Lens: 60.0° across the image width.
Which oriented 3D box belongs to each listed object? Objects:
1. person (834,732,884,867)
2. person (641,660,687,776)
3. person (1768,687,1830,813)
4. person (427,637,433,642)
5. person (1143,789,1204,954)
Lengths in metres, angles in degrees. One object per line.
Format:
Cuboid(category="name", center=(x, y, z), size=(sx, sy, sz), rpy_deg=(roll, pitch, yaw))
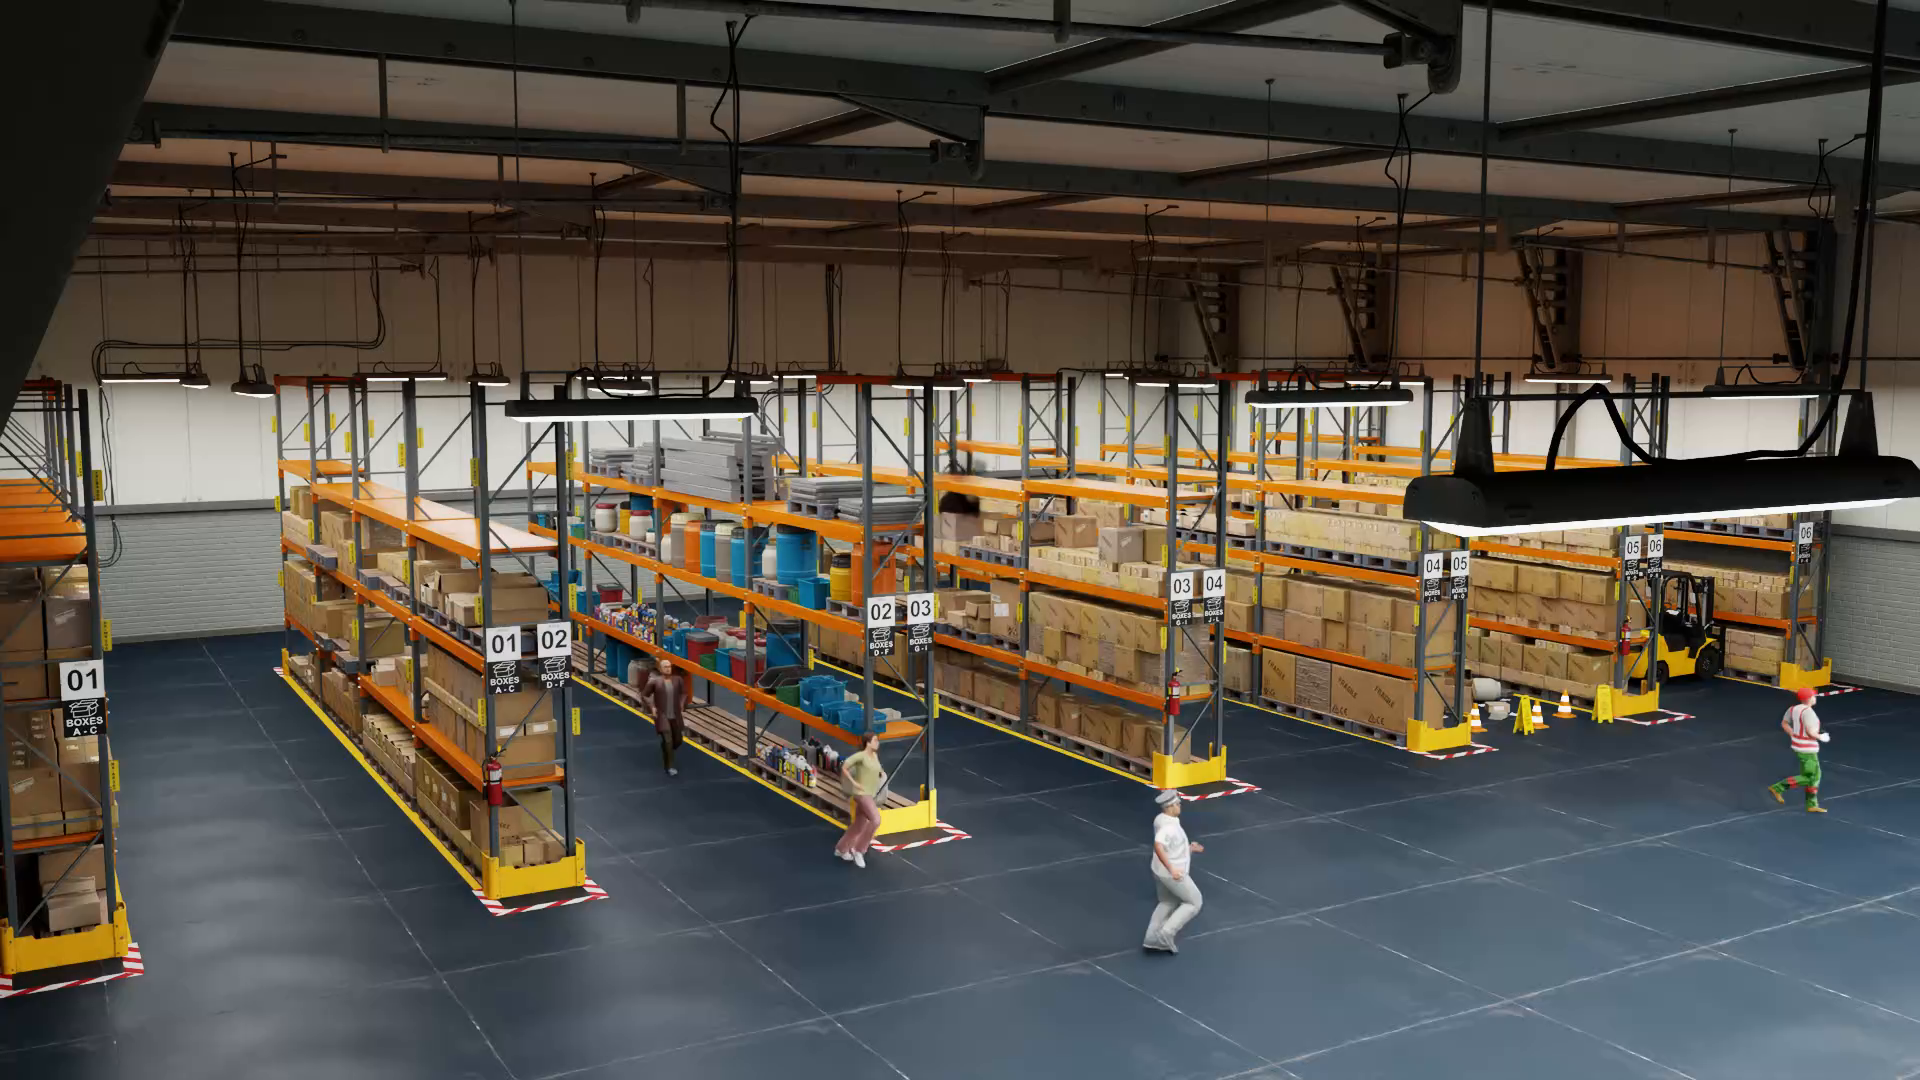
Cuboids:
Cuboid(category="person", center=(-1.228, 3.239, 21.008), size=(0.653, 1.646, 0.667), rpy_deg=(3, 7, 24))
Cuboid(category="person", center=(-4.491, 2.691, 25.408), size=(0.715, 1.733, 0.813), rpy_deg=(-4, 7, -30))
Cuboid(category="person", center=(11.715, 2.928, 23.149), size=(0.816, 1.781, 0.646), rpy_deg=(1, 6, 6))
Cuboid(category="person", center=(-10.297, 1.850, 32.732), size=(0.655, 1.807, 0.881), rpy_deg=(-5, 8, -37))
Cuboid(category="person", center=(2.290, 3.521, 17.708), size=(0.659, 1.748, 0.647), rpy_deg=(-1, 6, -11))
